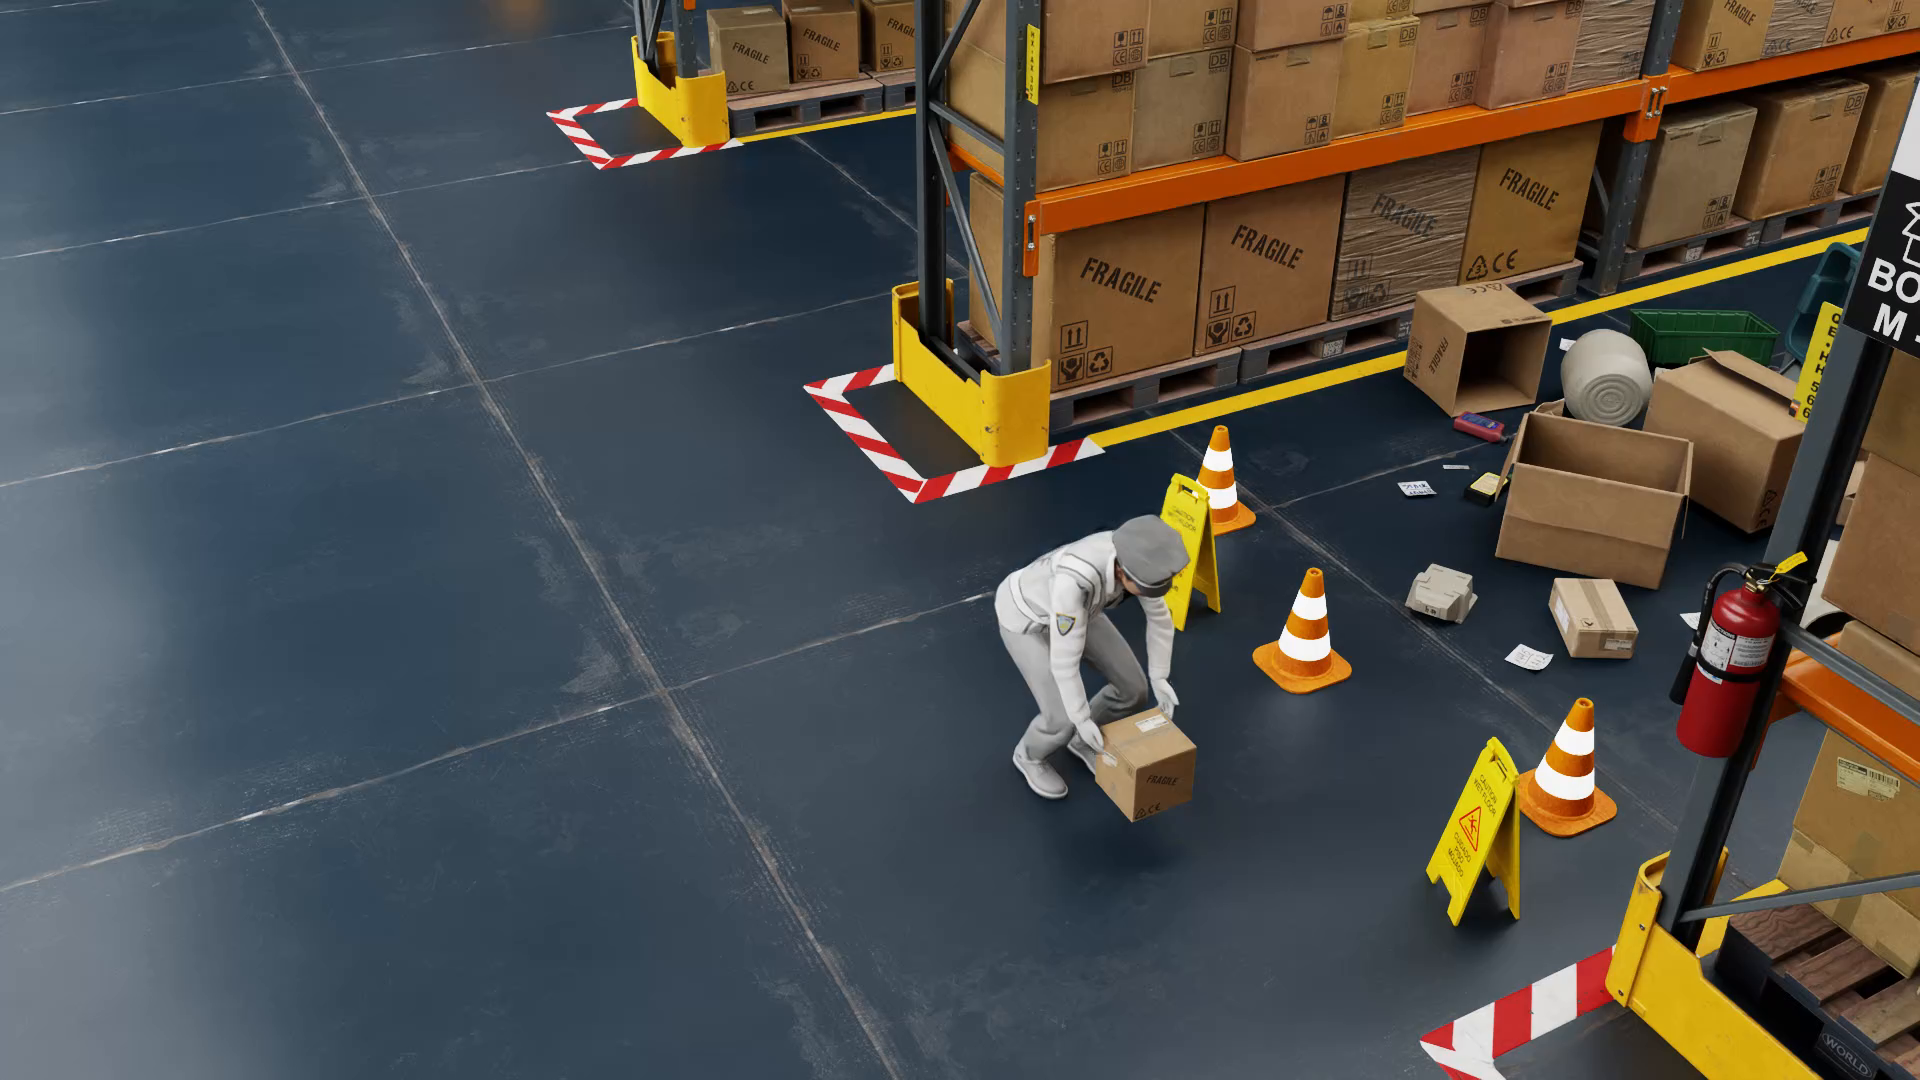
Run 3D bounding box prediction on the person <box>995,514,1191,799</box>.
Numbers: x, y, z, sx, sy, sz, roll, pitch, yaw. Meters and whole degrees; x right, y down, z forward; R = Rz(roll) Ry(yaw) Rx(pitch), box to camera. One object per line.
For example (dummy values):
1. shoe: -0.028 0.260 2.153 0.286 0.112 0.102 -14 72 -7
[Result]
1. person: 0.478 0.377 5.958 0.530 1.240 0.762 -20 38 -28
